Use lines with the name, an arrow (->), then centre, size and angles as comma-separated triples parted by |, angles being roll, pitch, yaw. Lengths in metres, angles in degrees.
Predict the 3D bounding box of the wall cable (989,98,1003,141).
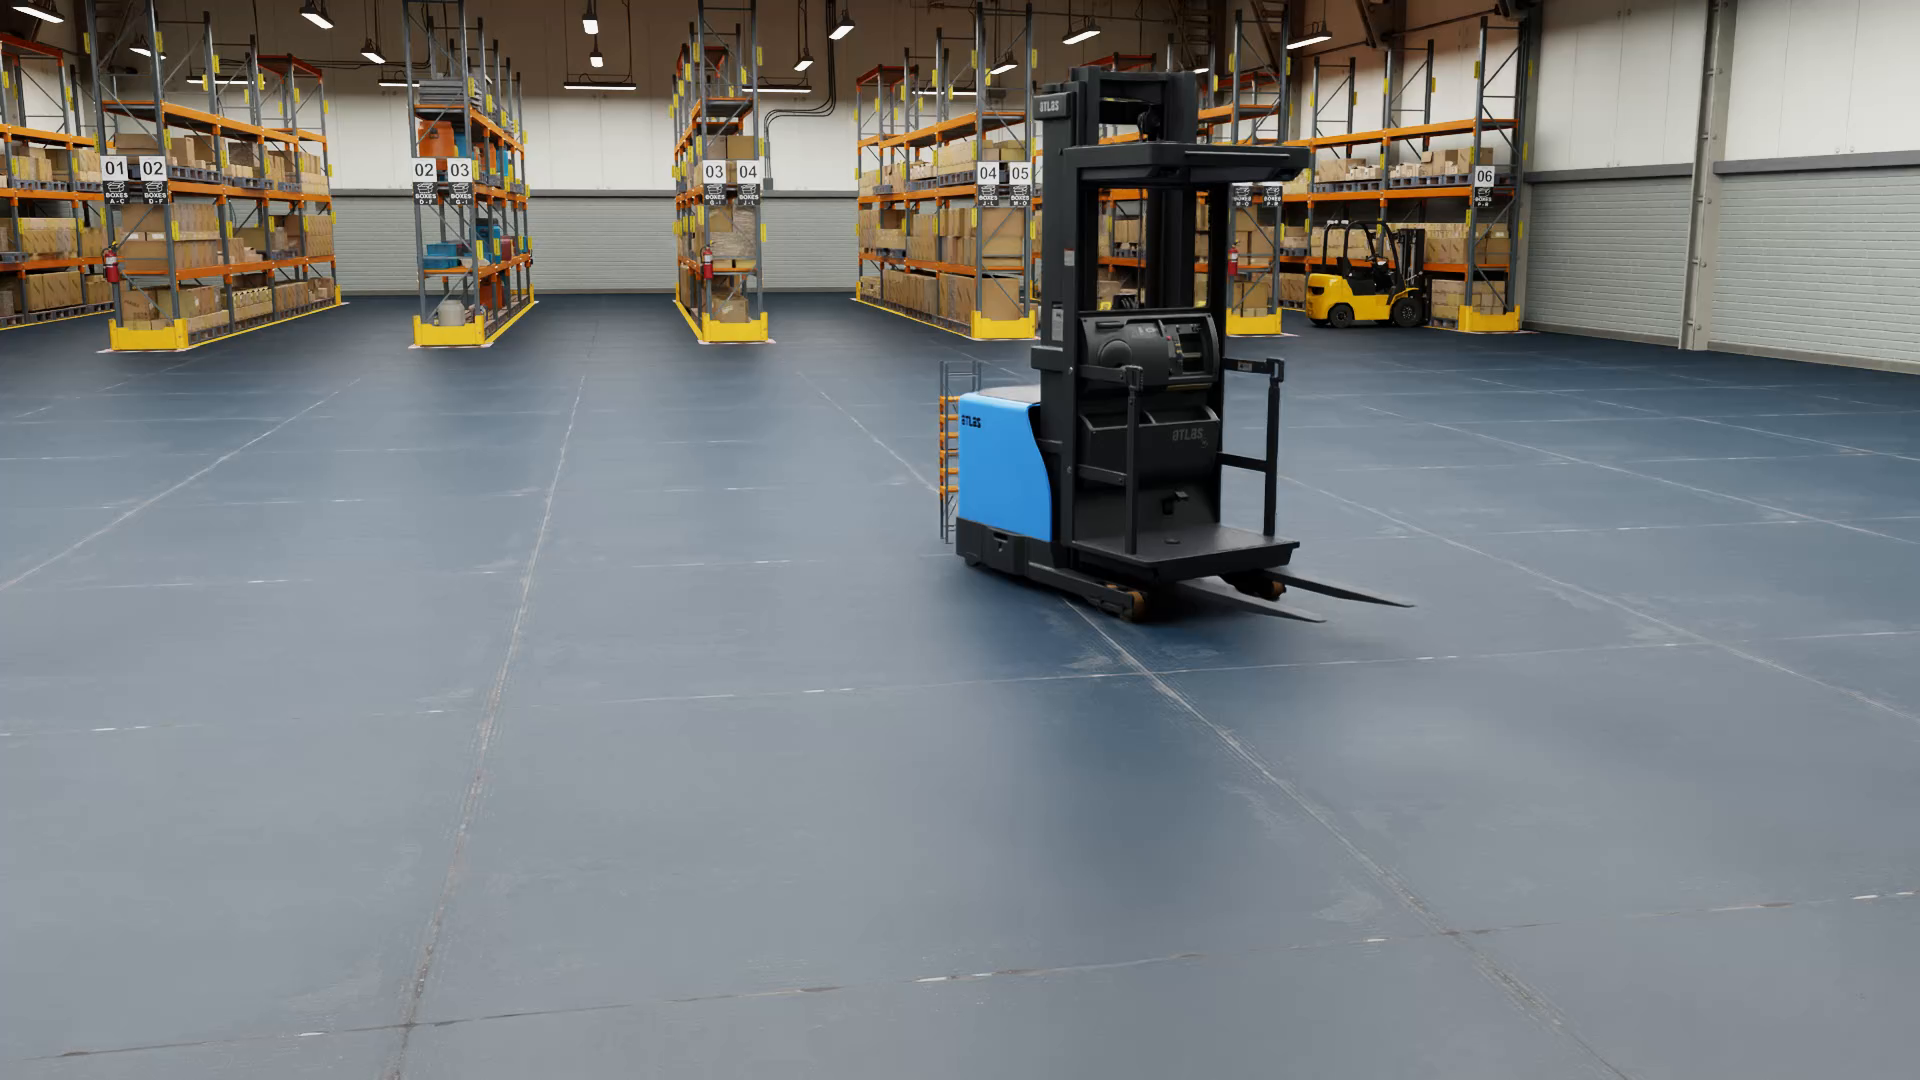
wall cable -> 1.141, -12.375, 52.146 | 0.463, 3.000, 0.029 | -2, 11, -11

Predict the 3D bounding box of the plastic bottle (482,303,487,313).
plastic bottle -> -9.276, -4.425, 32.333 | 0.144, 0.351, 0.185 | -3, 11, -14

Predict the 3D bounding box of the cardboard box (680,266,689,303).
cardboard box -> -6.100, -6.183, 40.217 | 1.225, 0.875, 0.875 | -3, 11, -13

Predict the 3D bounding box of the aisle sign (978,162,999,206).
aisle sign -> 0.519, -6.515, 30.450 | 0.394, 0.787, 0.004 | -2, 11, -11

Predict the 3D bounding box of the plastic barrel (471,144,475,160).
plastic barrel -> -10.288, -7.698, 34.258 | 0.600, 0.901, 0.708 | -2, 11, -11

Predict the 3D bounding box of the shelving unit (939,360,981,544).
shelving unit -> 0.003, -0.587, 11.070 | 0.258, 1.200, 0.189 | -2, 11, -11

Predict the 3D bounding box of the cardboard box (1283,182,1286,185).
cardboard box -> 8.162, -9.098, 42.231 | 0.380, 0.149, 0.250 | -2, 11, -10

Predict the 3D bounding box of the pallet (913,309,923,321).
pallet -> -0.443, -4.988, 36.841 | 1.003, 0.211, 1.213 | -2, 11, -11

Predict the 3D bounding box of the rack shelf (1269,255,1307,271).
rack shelf -> 8.559, -7.122, 42.517 | 1.077, 0.370, 4.000 | -2, 11, -11

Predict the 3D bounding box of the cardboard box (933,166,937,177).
cardboard box -> -0.272, -7.774, 35.008 | 0.500, 0.250, 0.500 | -2, 11, -10

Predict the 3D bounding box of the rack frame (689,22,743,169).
rack frame -> -4.863, -8.781, 33.262 | 1.000, 3.000, 0.127 | -2, 11, -11

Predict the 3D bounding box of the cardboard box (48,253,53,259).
cardboard box -> -20.407, -6.311, 36.952 | 0.380, 0.149, 0.250 | -2, 11, -9

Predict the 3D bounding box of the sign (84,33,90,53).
sign -> -14.338, -8.168, 27.334 | 0.100, 0.325, 0.005 | -2, 11, -11

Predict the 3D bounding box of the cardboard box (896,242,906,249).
cardboard box -> -1.303, -6.886, 38.899 | 0.380, 0.149, 0.250 | -2, 11, -10

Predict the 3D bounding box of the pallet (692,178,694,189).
pallet -> -4.879, -7.332, 34.175 | 1.213, 0.211, 1.003 | -2, 11, -11

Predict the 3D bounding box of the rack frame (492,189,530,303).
rack frame -> -12.055, -7.854, 44.440 | 1.000, 3.000, 0.127 | -2, 11, -11

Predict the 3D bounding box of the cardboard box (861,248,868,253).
cardboard box -> -2.481, -7.905, 45.378 | 0.380, 0.149, 0.250 | -2, 11, -13

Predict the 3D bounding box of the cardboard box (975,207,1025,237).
cardboard box -> 0.766, -5.935, 31.069 | 0.875, 0.550, 0.550 | -2, 11, -11

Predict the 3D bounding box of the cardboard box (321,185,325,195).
cardboard box -> -16.470, -8.898, 42.302 | 0.500, 0.250, 0.500 | -2, 11, -11

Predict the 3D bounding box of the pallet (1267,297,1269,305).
pallet -> 8.365, -6.325, 43.861 | 1.003, 0.211, 1.213 | -2, 11, -11

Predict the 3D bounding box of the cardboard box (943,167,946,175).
cardboard box -> -0.141, -7.429, 33.462 | 0.380, 0.149, 0.250 | -2, 11, -11

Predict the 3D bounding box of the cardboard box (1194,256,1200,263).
cardboard box -> 4.920, -5.721, 33.903 | 0.380, 0.149, 0.250 | -2, 11, -11

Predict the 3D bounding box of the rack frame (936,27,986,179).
rack frame -> 0.022, -8.942, 34.112 | 1.000, 3.000, 0.127 | -2, 11, -11

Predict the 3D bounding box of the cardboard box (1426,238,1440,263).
cardboard box -> 9.959, -5.961, 34.224 | 0.500, 0.500, 0.500 | -2, 11, -12

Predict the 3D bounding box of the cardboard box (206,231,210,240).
cardboard box -> -14.166, -5.658, 30.899 | 0.380, 0.149, 0.250 | -2, 11, -11

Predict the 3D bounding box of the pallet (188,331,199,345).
pallet -> -13.993, -3.509, 29.069 | 1.003, 0.211, 1.213 | -2, 11, -11

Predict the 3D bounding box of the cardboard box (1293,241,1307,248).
cardboard box -> 8.444, -7.298, 41.067 | 0.380, 0.149, 0.250 | -2, 11, -10

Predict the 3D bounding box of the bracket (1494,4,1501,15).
bracket -> 10.824, -10.580, 33.092 | 0.235, 0.232, 0.430 | -2, 11, -11

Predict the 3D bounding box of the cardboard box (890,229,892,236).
cardboard box -> -1.454, -7.320, 39.592 | 0.380, 0.149, 0.250 | -2, 11, -9

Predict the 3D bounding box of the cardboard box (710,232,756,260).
cardboard box -> -4.165, -5.397, 30.467 | 0.875, 0.500, 0.500 | -2, 11, -11

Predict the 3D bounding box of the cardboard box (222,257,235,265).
cardboard box -> -14.553, -5.520, 32.850 | 0.380, 0.149, 0.250 | -2, 11, -11

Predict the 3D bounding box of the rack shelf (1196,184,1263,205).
rack shelf -> 5.247, -6.947, 33.576 | 1.077, 0.370, 4.000 | -2, 11, -11

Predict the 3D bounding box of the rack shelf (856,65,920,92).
rack shelf -> -1.923, -12.056, 43.505 | 1.077, 0.370, 4.000 | -2, 11, -11

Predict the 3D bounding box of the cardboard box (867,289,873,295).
cardboard box -> -2.290, -6.661, 44.672 | 0.380, 0.149, 0.250 | -3, 11, -14

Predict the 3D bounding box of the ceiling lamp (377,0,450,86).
ceiling lamp -> -14.982, -14.072, 45.451 | 2.000, 3.185, 0.800 | -2, 11, -11

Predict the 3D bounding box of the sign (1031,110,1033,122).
sign -> 1.978, -11.859, 46.517 | 0.100, 0.325, 0.005 | -2, 11, -11

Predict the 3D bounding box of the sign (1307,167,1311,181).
sign -> 8.415, -8.817, 40.092 | 0.100, 0.325, 0.005 | -2, 11, -11

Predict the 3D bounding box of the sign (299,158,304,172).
sign -> -15.593, -8.883, 39.387 | 0.100, 0.325, 0.005 | -2, 11, -11

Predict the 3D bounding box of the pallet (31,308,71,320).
pallet -> -20.531, -5.028, 37.046 | 1.003, 0.211, 1.213 | -2, 11, -11

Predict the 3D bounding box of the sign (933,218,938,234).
sign -> -0.509, -6.504, 34.459 | 0.100, 0.325, 0.005 | -2, 11, -11

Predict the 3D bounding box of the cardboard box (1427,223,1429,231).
cardboard box -> 9.923, -6.494, 34.498 | 0.380, 0.149, 0.250 | -2, 11, -10

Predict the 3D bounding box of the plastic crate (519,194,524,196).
plastic crate -> -11.583, -9.053, 43.283 | 0.450, 0.188, 0.336 | -2, 11, -11

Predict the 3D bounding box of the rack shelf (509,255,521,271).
rack shelf -> -10.888, -6.400, 38.726 | 1.077, 0.370, 4.000 | -2, 11, -11

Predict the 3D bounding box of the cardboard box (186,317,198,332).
cardboard box -> -13.790, -3.794, 29.338 | 0.500, 0.250, 0.500 | -2, 11, -11

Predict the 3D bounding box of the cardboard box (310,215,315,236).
cardboard box -> -16.053, -7.673, 40.545 | 0.500, 0.500, 0.500 | -2, 11, -13

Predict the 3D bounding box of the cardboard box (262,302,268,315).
cardboard box -> -14.914, -4.881, 35.050 | 0.500, 0.250, 0.500 | -2, 11, -12

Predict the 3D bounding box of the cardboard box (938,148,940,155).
cardboard box -> -0.241, -7.913, 33.877 | 0.380, 0.149, 0.250 | -2, 11, -10

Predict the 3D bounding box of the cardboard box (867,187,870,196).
cardboard box -> -2.175, -9.219, 43.987 | 0.500, 0.250, 0.500 | -2, 11, -11

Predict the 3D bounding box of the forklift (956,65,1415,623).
forklift -> 1.187, -1.103, 9.155 | 1.130, 2.935, 3.031 | -7, 13, -32

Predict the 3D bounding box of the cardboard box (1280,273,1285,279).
cardboard box -> 8.373, -6.731, 42.367 | 0.380, 0.149, 0.250 | -3, 11, -14

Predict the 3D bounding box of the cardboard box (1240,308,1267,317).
cardboard box -> 5.750, -4.474, 32.910 | 0.500, 0.250, 0.500 | -2, 11, -11

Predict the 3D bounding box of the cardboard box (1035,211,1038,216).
cardboard box -> 2.321, -9.179, 46.721 | 0.380, 0.149, 0.250 | -2, 11, -10
